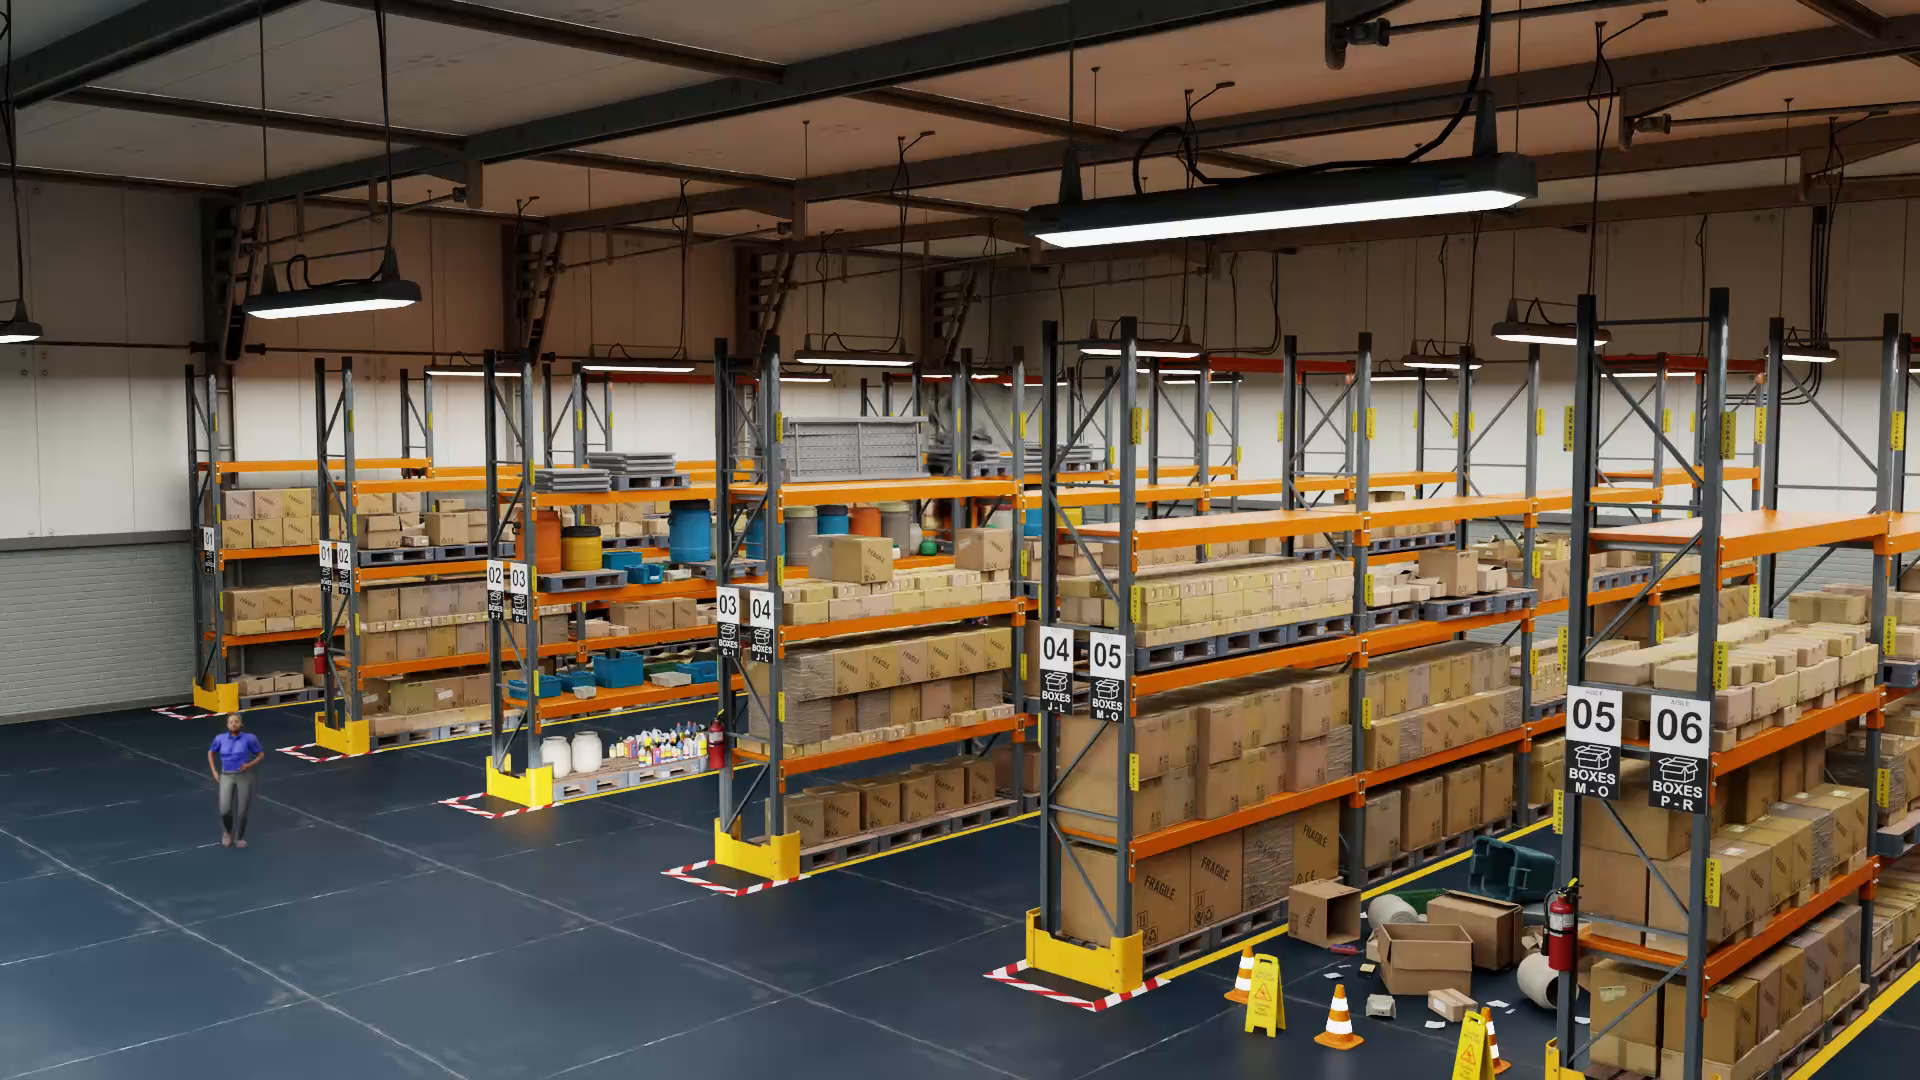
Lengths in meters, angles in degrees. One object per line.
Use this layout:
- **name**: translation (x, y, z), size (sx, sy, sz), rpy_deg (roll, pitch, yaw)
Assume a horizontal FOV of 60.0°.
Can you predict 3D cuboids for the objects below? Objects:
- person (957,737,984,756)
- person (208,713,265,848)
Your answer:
- **person**: translation (0.093, 2.443, 23.693), size (0.696, 1.761, 0.991), rpy_deg (4, 6, 42)
- **person**: translation (-8.522, 2.843, 19.581), size (0.628, 1.621, 0.546), rpy_deg (-1, 5, -18)
